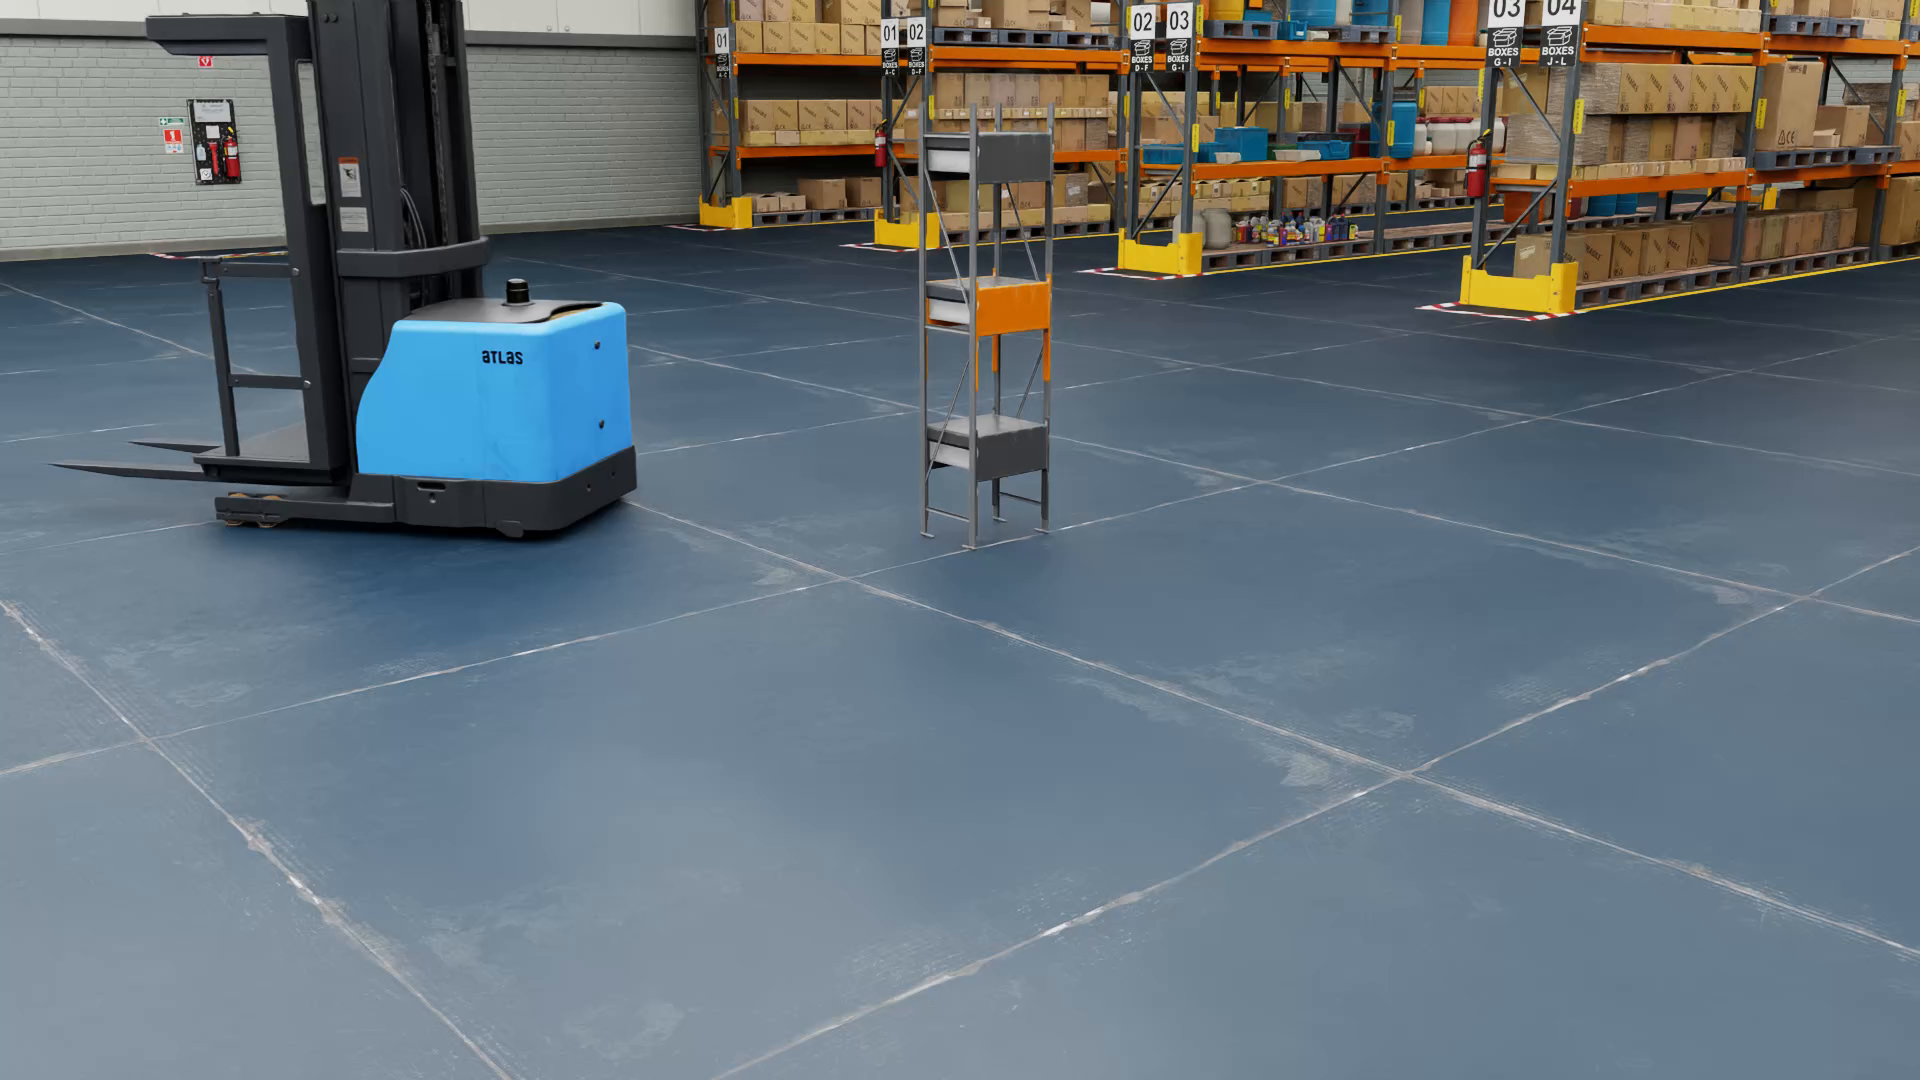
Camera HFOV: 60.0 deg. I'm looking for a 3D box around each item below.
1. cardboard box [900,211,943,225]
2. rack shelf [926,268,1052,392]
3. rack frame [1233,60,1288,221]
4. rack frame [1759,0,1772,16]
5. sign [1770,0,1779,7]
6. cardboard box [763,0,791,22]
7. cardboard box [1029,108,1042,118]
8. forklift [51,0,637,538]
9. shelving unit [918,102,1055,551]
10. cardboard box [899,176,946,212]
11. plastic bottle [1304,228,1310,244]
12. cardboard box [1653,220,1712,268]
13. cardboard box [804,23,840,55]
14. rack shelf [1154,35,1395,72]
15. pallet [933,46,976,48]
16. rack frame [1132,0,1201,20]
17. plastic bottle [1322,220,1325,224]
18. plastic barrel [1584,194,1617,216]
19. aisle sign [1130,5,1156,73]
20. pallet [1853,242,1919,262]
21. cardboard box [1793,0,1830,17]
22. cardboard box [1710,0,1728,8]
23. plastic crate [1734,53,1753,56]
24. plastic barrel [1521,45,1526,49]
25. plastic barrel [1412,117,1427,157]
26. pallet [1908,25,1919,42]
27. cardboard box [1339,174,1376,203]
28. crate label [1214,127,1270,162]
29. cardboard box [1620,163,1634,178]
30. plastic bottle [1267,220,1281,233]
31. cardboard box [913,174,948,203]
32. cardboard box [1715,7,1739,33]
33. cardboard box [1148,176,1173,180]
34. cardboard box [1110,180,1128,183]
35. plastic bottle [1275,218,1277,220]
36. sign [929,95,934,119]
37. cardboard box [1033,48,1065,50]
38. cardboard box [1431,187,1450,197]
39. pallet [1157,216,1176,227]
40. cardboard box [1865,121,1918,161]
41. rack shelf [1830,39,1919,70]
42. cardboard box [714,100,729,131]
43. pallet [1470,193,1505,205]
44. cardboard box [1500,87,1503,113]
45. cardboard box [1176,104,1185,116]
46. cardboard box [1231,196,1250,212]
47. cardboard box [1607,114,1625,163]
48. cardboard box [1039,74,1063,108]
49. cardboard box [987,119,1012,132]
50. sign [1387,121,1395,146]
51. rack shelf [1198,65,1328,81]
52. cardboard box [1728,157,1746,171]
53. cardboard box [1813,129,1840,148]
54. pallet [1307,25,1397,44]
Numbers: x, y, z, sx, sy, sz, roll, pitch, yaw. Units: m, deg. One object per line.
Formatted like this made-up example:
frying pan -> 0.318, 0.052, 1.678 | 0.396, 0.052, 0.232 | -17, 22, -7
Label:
cardboard box -> -0.555, -4.813, 24.971 | 0.500, 0.250, 0.500 | -13, 19, -39
rack shelf -> 0.125, -1.029, 8.088 | 0.480, 0.518, 0.431 | -13, 19, -39
rack frame -> 5.269, -7.146, 29.189 | 0.127, 3.000, 1.000 | -13, 19, -39
rack frame -> 8.752, -7.437, 18.656 | 0.127, 3.000, 1.000 | -13, 19, -39
sign -> 9.114, -6.133, 18.585 | 0.005, 0.325, 0.100 | -13, 19, -39
cardboard box -> -3.159, -8.838, 27.540 | 0.500, 0.500, 0.500 | -13, 20, -40
cardboard box -> 1.030, -6.482, 25.252 | 0.250, 0.149, 0.380 | -12, 19, -38
forklift -> -3.326, -1.605, 8.577 | 3.031, 2.935, 1.130 | 3, 15, 12
shelving unit -> 0.125, -1.042, 8.084 | 0.503, 2.100, 0.431 | -13, 19, -39
cardboard box -> -0.557, -5.176, 24.876 | 0.500, 0.500, 0.500 | -13, 19, -39
plastic bottle -> 4.619, -4.059, 22.204 | 0.097, 0.201, 0.097 | 0, 15, 0
cardboard box -> 8.424, -3.474, 19.474 | 0.500, 0.500, 0.500 | -13, 20, -41
cardboard box -> -2.396, -8.537, 28.353 | 0.500, 0.500, 0.500 | -11, 19, -36
rack shelf -> 3.992, -6.266, 21.477 | 4.000, 0.370, 1.077 | -13, 19, -39
pallet -> -0.467, -8.874, 30.211 | 1.003, 0.211, 1.213 | -13, 19, -39
rack frame -> 2.483, -7.724, 19.729 | 0.127, 3.000, 1.000 | -13, 19, -39
plastic bottle -> 4.943, -4.227, 22.686 | 0.135, 0.276, 0.152 | -13, 19, -39
plastic barrel -> 10.580, -5.839, 27.548 | 0.708, 0.901, 0.600 | -13, 19, -39
aisle sign -> 2.233, -6.127, 20.338 | 0.004, 0.787, 0.394 | -13, 19, -39
pallet -> 12.413, -3.988, 22.772 | 1.213, 0.211, 1.003 | -13, 19, -39
cardboard box -> 9.881, -6.461, 19.799 | 0.637, 0.503, 0.797 | -12, 19, -37
cardboard box -> 8.111, -5.858, 18.075 | 0.250, 0.149, 0.380 | -13, 20, -41
plastic crate -> 13.996, -8.660, 29.457 | 0.336, 0.188, 0.450 | -13, 19, -39
plastic barrel -> 8.365, -7.503, 25.016 | 0.294, 0.245, 0.294 | 0, 15, 0
plastic barrel -> 6.366, -5.688, 23.469 | 0.433, 0.535, 0.433 | 0, 15, 0
pallet -> 12.220, -6.694, 22.051 | 1.003, 0.211, 1.213 | -12, 19, -37
cardboard box -> 7.345, -6.522, 30.845 | 0.500, 0.500, 0.500 | -12, 19, -39
crate label -> 3.694, -5.207, 21.863 | 0.616, 0.435, 0.502 | -13, 19, -39
cardboard box -> 6.873, -3.907, 17.552 | 0.250, 0.149, 0.380 | -13, 19, -39
plastic bottle -> 4.272, -4.215, 22.644 | 0.135, 0.276, 0.152 | -13, 19, -39
cardboard box -> -0.459, -6.565, 31.005 | 0.500, 0.500, 0.700 | -12, 19, -38
cardboard box -> 8.178, -5.701, 18.259 | 0.500, 0.250, 0.500 | -12, 19, -38
cardboard box -> 3.958, -7.665, 34.484 | 0.750, 0.750, 0.750 | -12, 19, -38
cardboard box -> 2.757, -5.827, 27.681 | 0.500, 0.311, 0.500 | -12, 19, -38
plastic bottle -> 4.325, -4.296, 22.930 | 0.133, 0.283, 0.061 | -12, 19, -37
sign -> -0.406, -6.138, 23.585 | 0.005, 0.325, 0.100 | -13, 19, -39
cardboard box -> 1.649, -9.351, 31.765 | 0.500, 0.311, 0.500 | -13, 19, -39
cardboard box -> 9.391, -6.844, 32.699 | 0.250, 0.166, 0.380 | -13, 19, -39
pallet -> 3.702, -5.461, 28.286 | 1.213, 0.211, 1.003 | -13, 19, -39
cardboard box -> 12.314, -5.294, 22.064 | 0.500, 0.500, 0.500 | -12, 19, -38
rack shelf -> 13.278, -6.657, 22.941 | 4.000, 0.370, 1.077 | -13, 19, -39
cardboard box -> -3.805, -7.175, 28.097 | 0.500, 0.500, 0.500 | -13, 20, -40
pallet -> 10.646, -7.005, 34.068 | 1.213, 0.211, 1.003 | -13, 19, -39
cardboard box -> 10.768, -8.818, 33.317 | 0.500, 0.500, 0.500 | -12, 19, -38
cardboard box -> 4.471, -8.773, 34.473 | 0.500, 0.500, 0.500 | -12, 19, -39
cardboard box -> 4.646, -5.796, 28.649 | 0.500, 0.250, 0.500 | -13, 20, -40
cardboard box -> 6.465, -4.249, 17.575 | 0.500, 0.500, 0.875 | -13, 19, -39
cardboard box -> 1.162, -6.896, 25.547 | 0.500, 0.500, 0.700 | -13, 20, -39
cardboard box -> 0.366, -6.088, 25.036 | 0.500, 0.500, 0.700 | -12, 19, -39
sign -> 5.853, -5.528, 22.596 | 0.005, 0.325, 0.100 | -13, 19, -39
rack shelf -> 6.541, -10.227, 36.308 | 4.000, 0.370, 1.077 | -13, 19, -39
cardboard box -> 8.782, -4.324, 19.112 | 0.250, 0.149, 0.380 | -13, 19, -39
cardboard box -> 10.688, -5.019, 20.675 | 0.258, 0.266, 0.396 | -13, 20, -41
pallet -> 5.020, -6.720, 22.148 | 1.003, 0.211, 1.213 | -13, 19, -39
